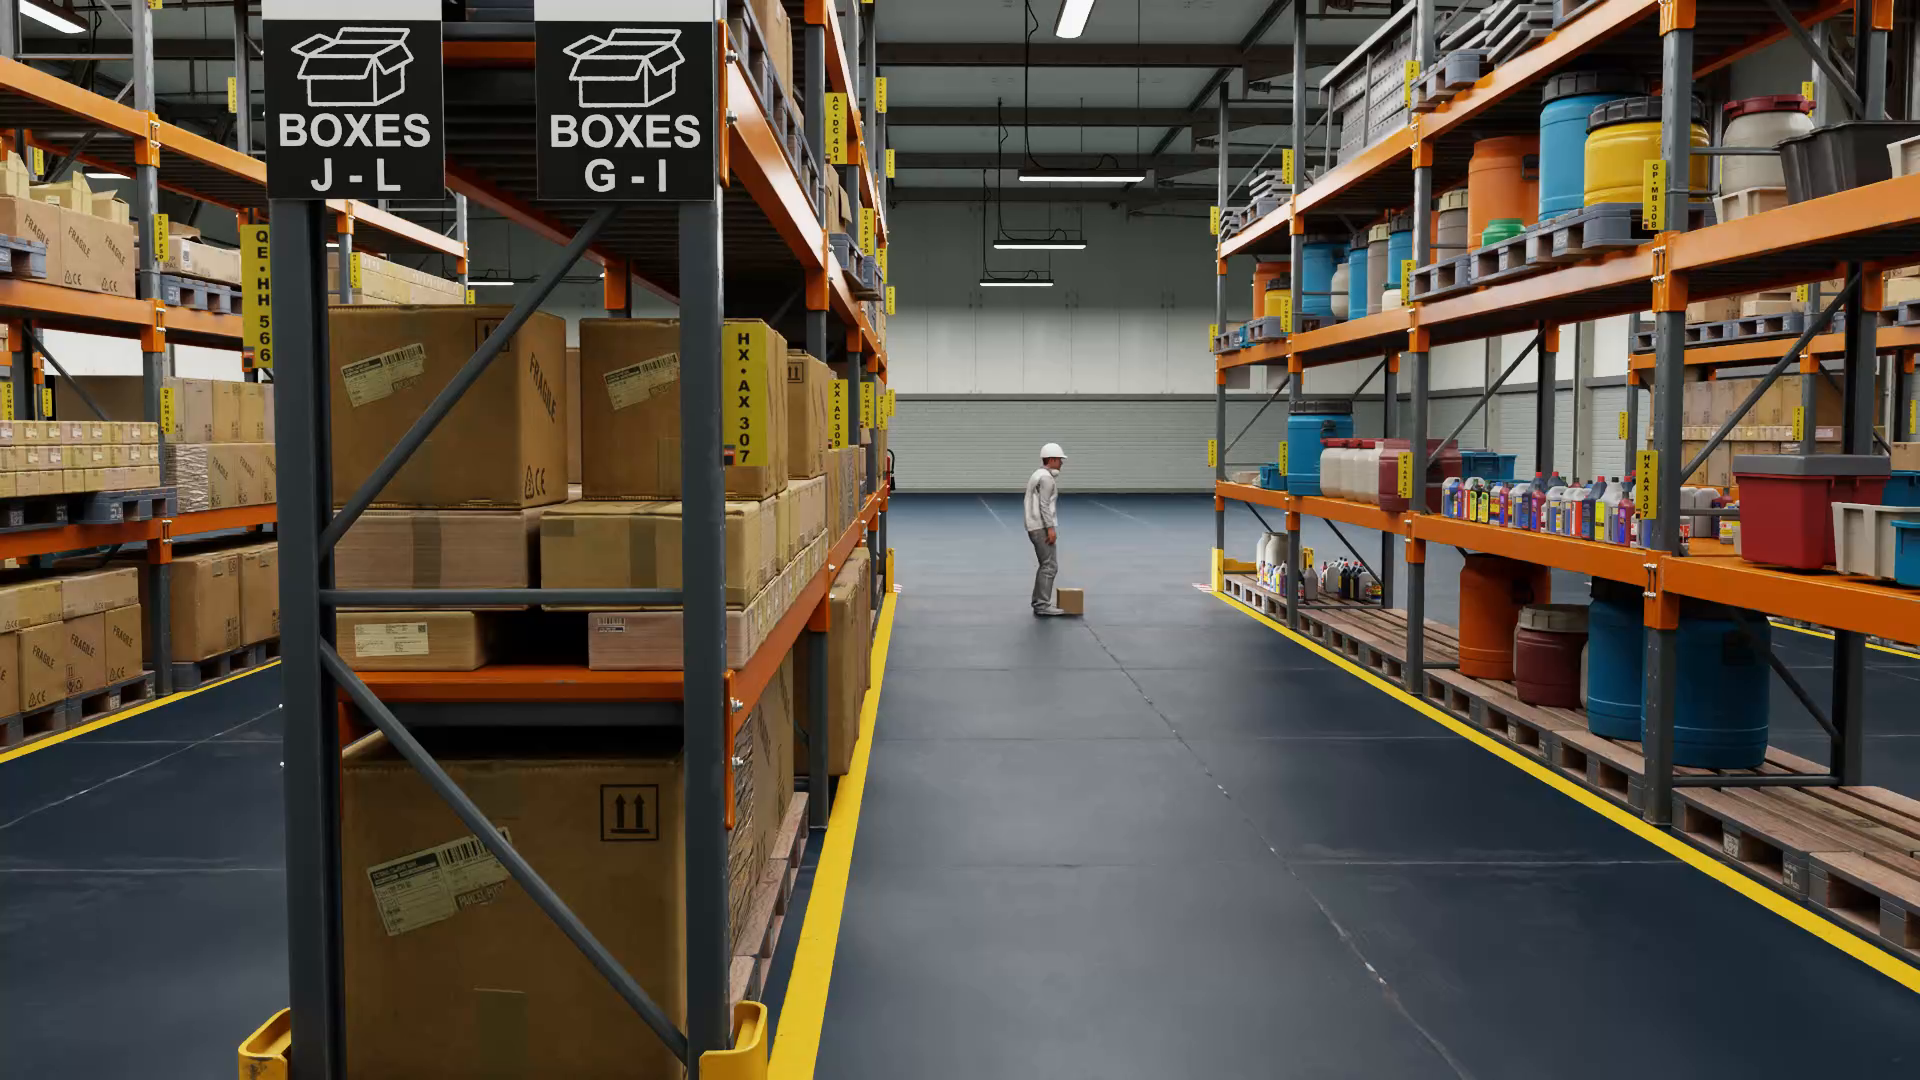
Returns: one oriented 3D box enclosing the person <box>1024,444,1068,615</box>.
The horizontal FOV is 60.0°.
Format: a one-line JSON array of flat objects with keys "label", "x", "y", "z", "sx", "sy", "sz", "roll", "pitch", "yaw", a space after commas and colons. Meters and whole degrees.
[{"label": "person", "x": 0.898, "y": -0.119, "z": 17.351, "sx": 0.464, "sy": 1.771, "sz": 0.581, "roll": 0, "pitch": 4, "yaw": -2}]
